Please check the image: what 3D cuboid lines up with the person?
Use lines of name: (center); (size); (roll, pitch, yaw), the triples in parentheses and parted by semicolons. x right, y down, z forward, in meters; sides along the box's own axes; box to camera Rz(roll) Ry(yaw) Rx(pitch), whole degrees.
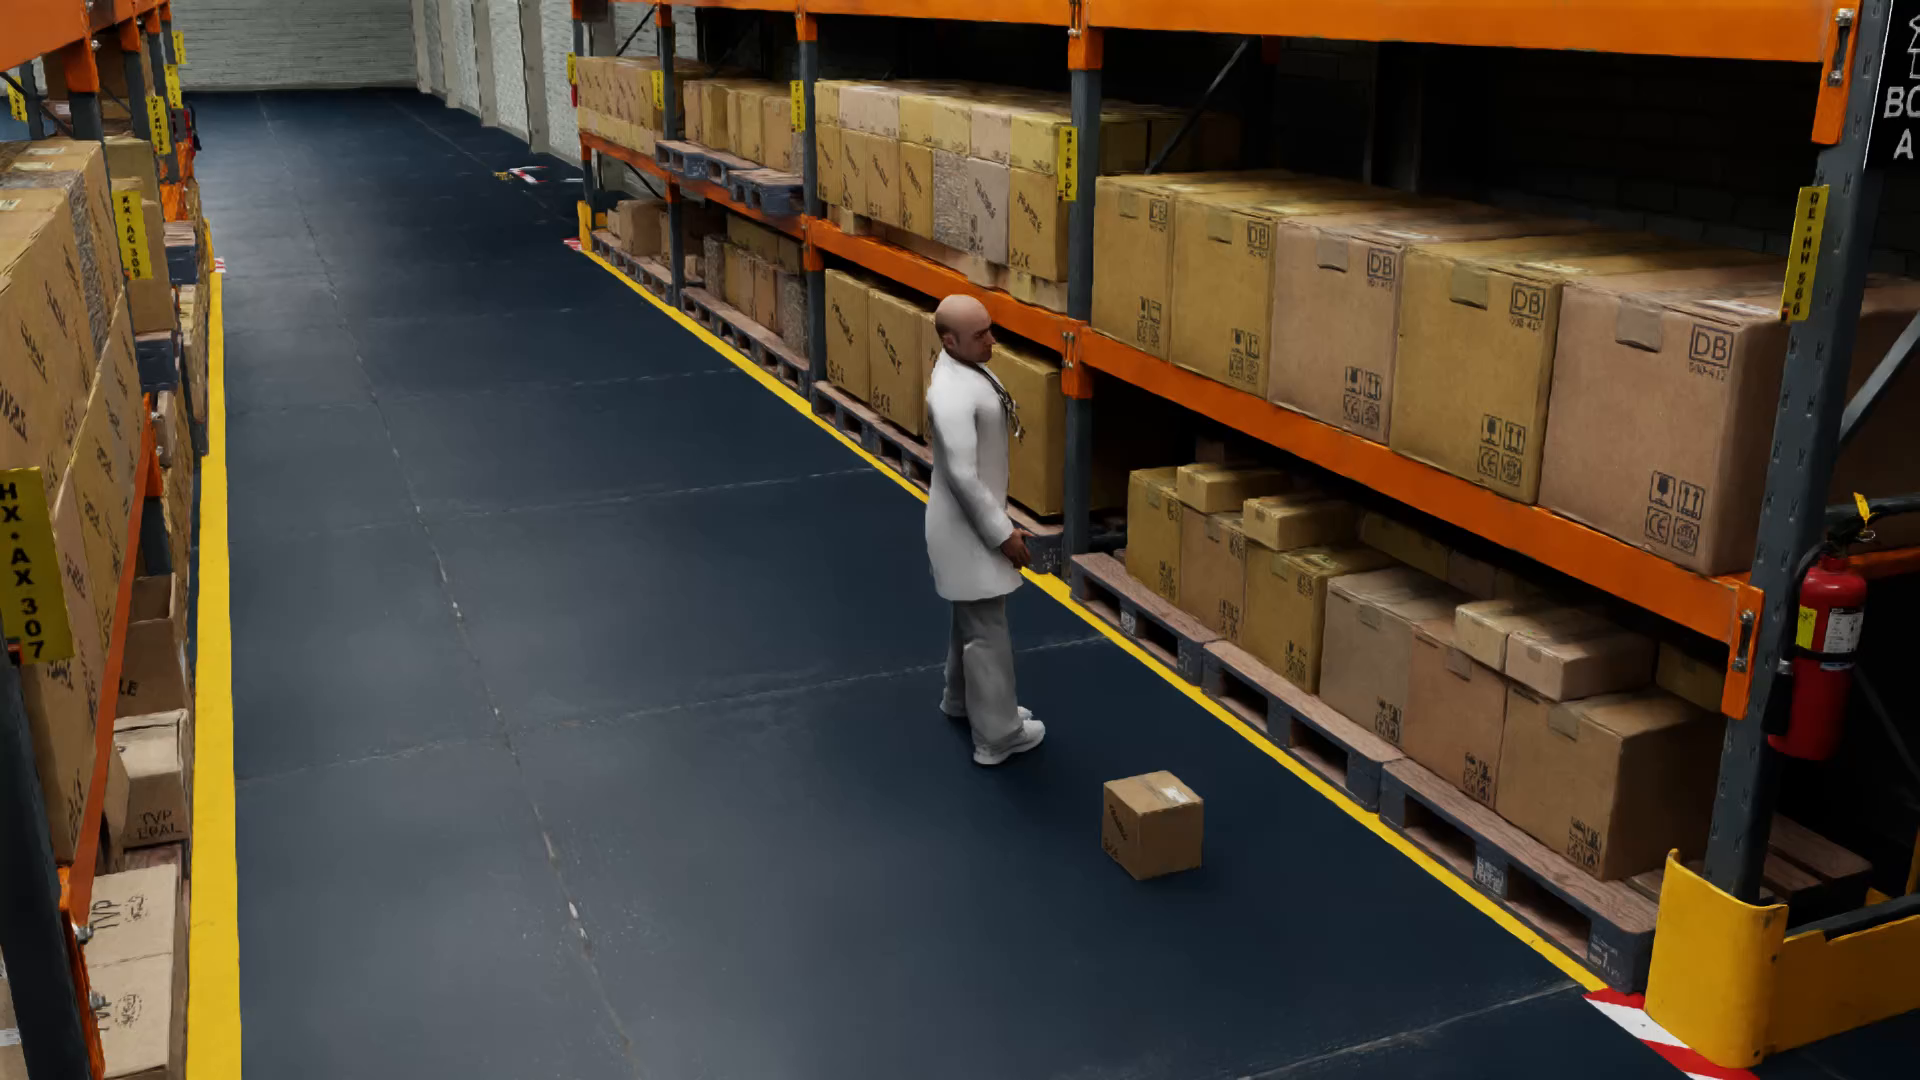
person: (0.102, -0.042, 6.217); (0.464, 1.788, 0.642); (0, 19, 1)
